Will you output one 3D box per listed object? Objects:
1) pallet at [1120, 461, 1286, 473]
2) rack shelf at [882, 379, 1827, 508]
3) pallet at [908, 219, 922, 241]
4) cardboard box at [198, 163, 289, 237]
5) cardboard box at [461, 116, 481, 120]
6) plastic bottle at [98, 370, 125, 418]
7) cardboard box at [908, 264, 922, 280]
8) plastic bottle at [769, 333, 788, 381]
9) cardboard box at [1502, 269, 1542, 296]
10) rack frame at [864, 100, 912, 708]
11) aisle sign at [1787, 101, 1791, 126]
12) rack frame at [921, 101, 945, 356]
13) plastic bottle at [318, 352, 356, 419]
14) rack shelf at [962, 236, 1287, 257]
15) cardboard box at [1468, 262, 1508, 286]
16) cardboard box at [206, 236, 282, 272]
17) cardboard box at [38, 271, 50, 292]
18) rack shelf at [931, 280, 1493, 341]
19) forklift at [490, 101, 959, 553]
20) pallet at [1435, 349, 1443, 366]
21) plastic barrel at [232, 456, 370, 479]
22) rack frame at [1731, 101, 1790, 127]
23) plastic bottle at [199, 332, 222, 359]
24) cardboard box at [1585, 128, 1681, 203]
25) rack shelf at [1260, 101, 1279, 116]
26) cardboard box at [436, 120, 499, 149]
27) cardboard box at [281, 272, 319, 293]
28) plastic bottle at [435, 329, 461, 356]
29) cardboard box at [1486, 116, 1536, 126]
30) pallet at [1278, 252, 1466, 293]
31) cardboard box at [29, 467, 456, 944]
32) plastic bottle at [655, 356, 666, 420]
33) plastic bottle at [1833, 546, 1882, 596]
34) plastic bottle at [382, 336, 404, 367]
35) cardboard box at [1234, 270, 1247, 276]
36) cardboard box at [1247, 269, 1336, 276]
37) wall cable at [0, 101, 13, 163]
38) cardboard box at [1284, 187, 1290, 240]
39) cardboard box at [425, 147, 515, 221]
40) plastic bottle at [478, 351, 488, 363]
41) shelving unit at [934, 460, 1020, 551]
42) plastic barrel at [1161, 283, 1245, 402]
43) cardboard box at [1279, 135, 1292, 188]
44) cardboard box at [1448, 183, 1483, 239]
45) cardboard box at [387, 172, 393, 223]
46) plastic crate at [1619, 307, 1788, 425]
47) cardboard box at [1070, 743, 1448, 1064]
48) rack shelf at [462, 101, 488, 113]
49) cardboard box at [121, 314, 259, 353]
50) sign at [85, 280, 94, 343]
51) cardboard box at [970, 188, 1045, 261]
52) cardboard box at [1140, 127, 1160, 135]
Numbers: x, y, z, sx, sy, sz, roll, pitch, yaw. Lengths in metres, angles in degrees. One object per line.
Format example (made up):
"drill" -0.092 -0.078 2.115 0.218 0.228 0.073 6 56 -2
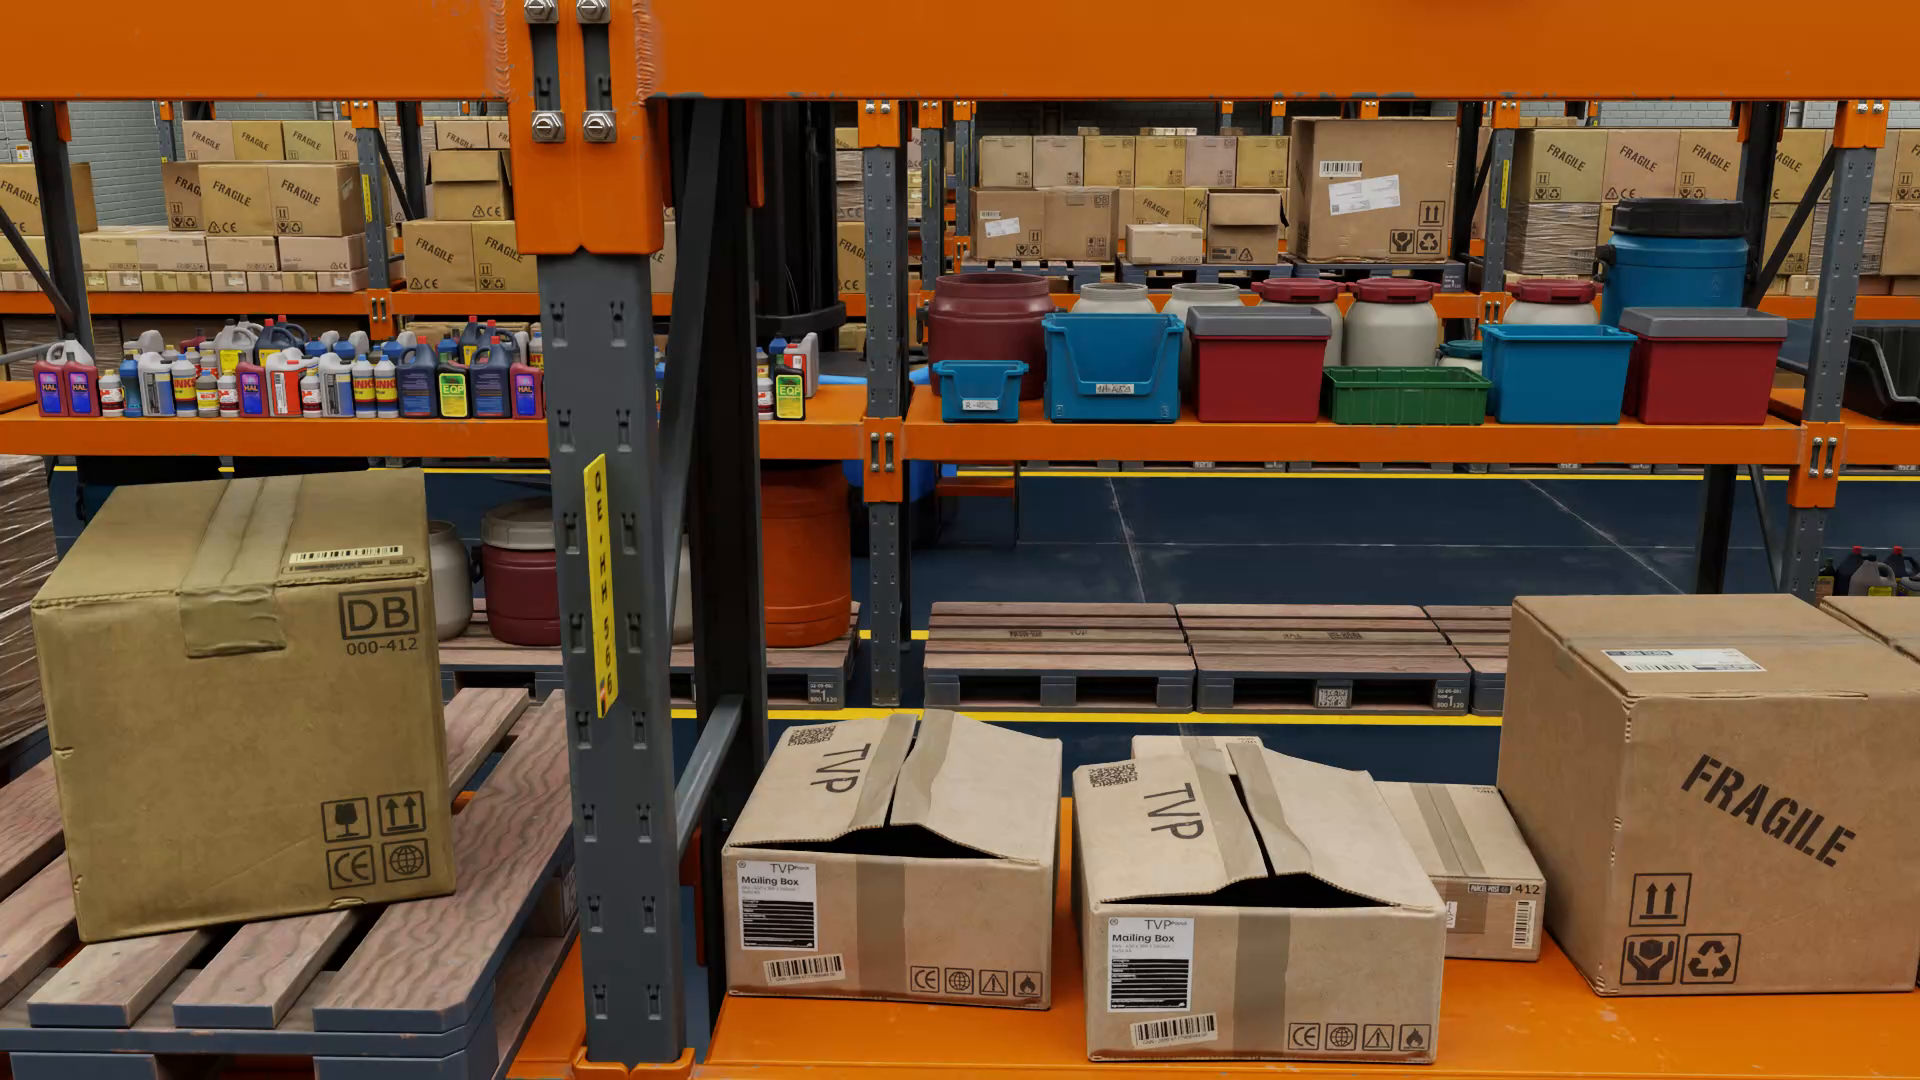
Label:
"pallet" 1.802 -0.722 12.664 1.213 0.211 1.003 0 15 1
"rack shelf" 1.677 -0.461 7.616 4.000 0.370 1.077 0 15 1
"pallet" -0.683 -3.234 17.092 1.003 0.211 1.213 0 15 1
"cardboard box" -5.162 -2.484 12.115 0.500 0.500 0.500 1 15 2
"cardboard box" -6.296 -5.424 21.592 0.250 0.149 0.380 1 15 2
"plastic bottle" -3.716 -0.643 7.288 0.097 0.201 0.097 0 15 0
"cardboard box" -0.651 -2.772 17.574 0.500 0.250 0.500 0 15 -1
"plastic bottle" -0.862 -0.852 7.943 0.097 0.271 0.097 0 15 0
"cardboard box" 4.010 -1.859 11.999 0.250 0.149 0.380 0 15 1
"rack frame" -0.322 -0.822 7.574 0.127 3.000 1.000 0 15 1
"aisle sign" 8.093 -4.477 16.332 0.004 0.787 0.394 0 15 1
"rack frame" -0.196 -2.085 12.361 0.127 3.000 1.000 0 15 1
"plastic bottle" -2.710 -0.680 7.280 0.135 0.276 0.152 0 15 1
"rack shelf" 2.031 -2.988 17.196 4.000 0.370 1.077 0 15 1
"cardboard box" 4.025 -2.011 12.573 0.250 0.149 0.380 0 15 1
"cardboard box" -5.160 -2.121 12.209 0.500 0.250 0.500 1 15 3
"cardboard box" -6.561 -1.921 12.234 0.250 0.149 0.380 0 15 1
"rack shelf" 1.804 -1.724 12.404 4.000 0.370 1.077 0 15 1
"forklift" -1.579 -1.552 10.476 3.031 2.935 1.130 6 16 20
"pallet" 4.789 -1.950 17.316 1.213 0.211 1.003 0 15 1
"plastic barrel" -3.070 -0.024 7.839 0.708 0.901 0.600 0 15 1
"rack frame" 8.029 -3.297 16.956 0.127 3.000 1.000 0 15 1
"plastic bottle" -3.553 -0.865 7.982 0.135 0.276 0.152 0 15 1
"cardboard box" 4.746 -2.664 11.817 0.500 0.500 0.500 0 15 1
"rack shelf" 2.057 -5.701 21.600 4.000 0.370 1.077 0 15 1
"cardboard box" -4.960 -3.987 16.831 0.500 0.500 0.500 0 15 0
"cardboard box" -4.766 -1.909 12.189 0.250 0.149 0.380 1 15 3
"plastic bottle" -2.451 -0.873 7.998 0.133 0.283 0.061 0 15 1
"cardboard box" 7.033 -5.188 21.386 0.500 0.500 0.700 1 15 2
"pallet" 3.043 -2.008 12.447 1.213 0.211 1.003 0 15 1
"cardboard box" -1.085 0.215 2.626 0.500 0.500 0.700 -5 16 -17
"plastic bottle" -1.278 -0.661 7.219 0.097 0.271 0.097 0 15 0
"plastic bottle" 4.328 0.203 8.020 0.185 0.351 0.144 0 15 0
"plastic bottle" -2.668 -0.825 7.840 0.097 0.271 0.097 0 15 0
"cardboard box" 3.532 -3.521 22.134 0.625 0.372 0.950 1 15 2
"cardboard box" 3.408 -2.419 17.216 0.750 0.750 1.050 0 15 1
"wall cable" -13.553 -5.548 23.496 0.122 1.984 0.588 0 15 1
"cardboard box" 3.502 -3.306 16.796 0.500 0.500 0.500 0 15 1
"cardboard box" -3.556 -2.642 12.312 0.637 0.503 0.797 0 15 0
"plastic bottle" -2.061 -0.704 7.358 0.133 0.283 0.061 0 15 1
"shelving unit" 0.105 -0.548 10.067 0.503 1.200 0.258 2 15 6
"plastic barrel" 1.133 -0.921 7.730 0.421 0.512 0.421 0 15 0
"cardboard box" 3.534 -3.856 16.921 0.500 0.500 0.700 0 15 0
"cardboard box" 4.950 -3.398 17.046 0.550 0.550 0.875 0 15 1
"cardboard box" -5.989 -3.515 17.002 0.500 0.500 0.500 0 15 0
"plastic crate" 3.185 -0.752 7.183 0.583 0.464 0.402 0 15 1
"cardboard box" 0.437 0.540 2.588 0.500 0.311 0.500 0 15 1
"rack shelf" -5.818 -7.019 26.596 4.000 0.370 1.077 0 15 1
"cardboard box" -5.752 -1.317 12.793 0.875 0.875 0.875 0 15 1
"sign" -4.305 -1.122 8.169 0.005 0.325 0.100 0 15 1
"cardboard box" 0.345 -2.343 12.320 0.500 0.500 0.500 -1 15 -5
"cardboard box" 2.506 -5.369 21.935 0.250 0.149 0.380 1 15 5
